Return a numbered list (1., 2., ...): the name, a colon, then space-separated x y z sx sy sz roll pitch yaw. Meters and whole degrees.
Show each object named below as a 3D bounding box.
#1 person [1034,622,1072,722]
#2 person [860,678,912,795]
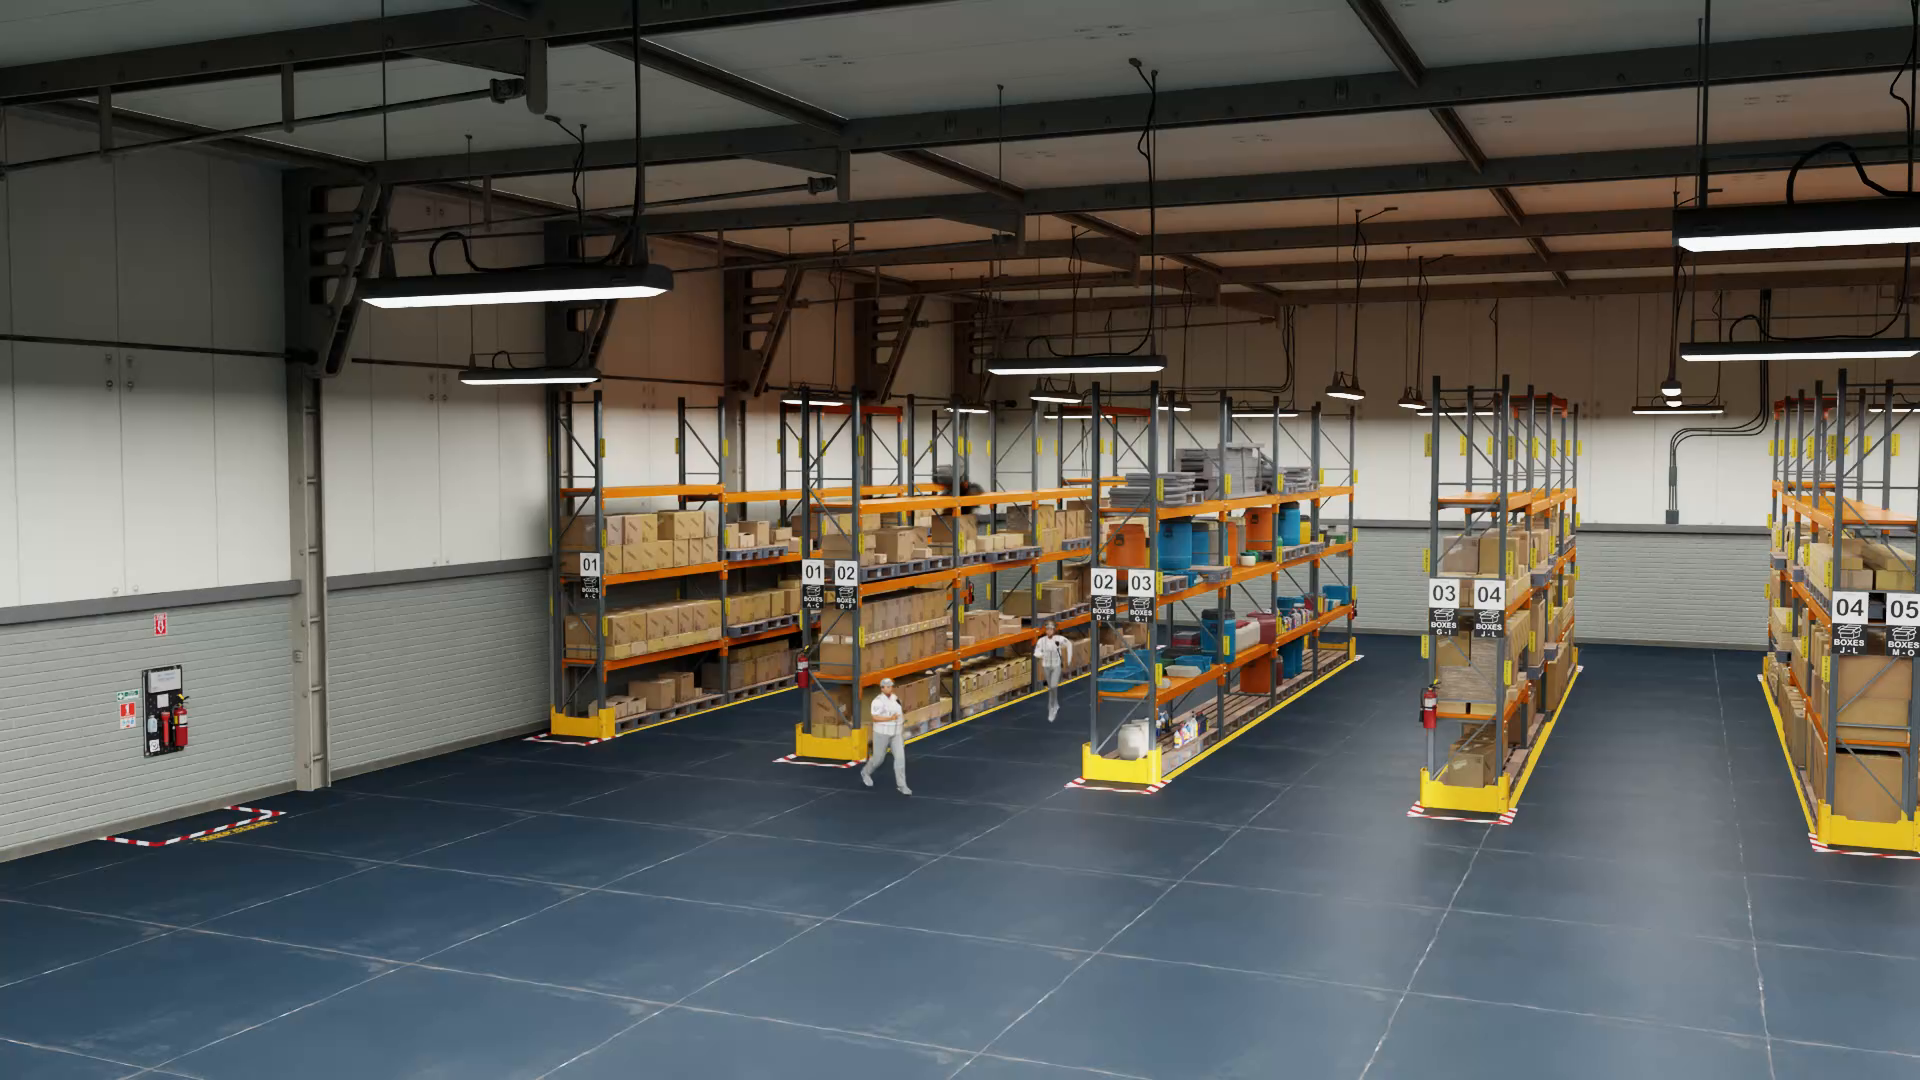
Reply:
1. person: 1.648 2.312 29.509 0.639 1.770 0.794 1 3 13
2. person: -1.056 2.821 24.119 0.607 1.651 0.941 -3 4 -42
